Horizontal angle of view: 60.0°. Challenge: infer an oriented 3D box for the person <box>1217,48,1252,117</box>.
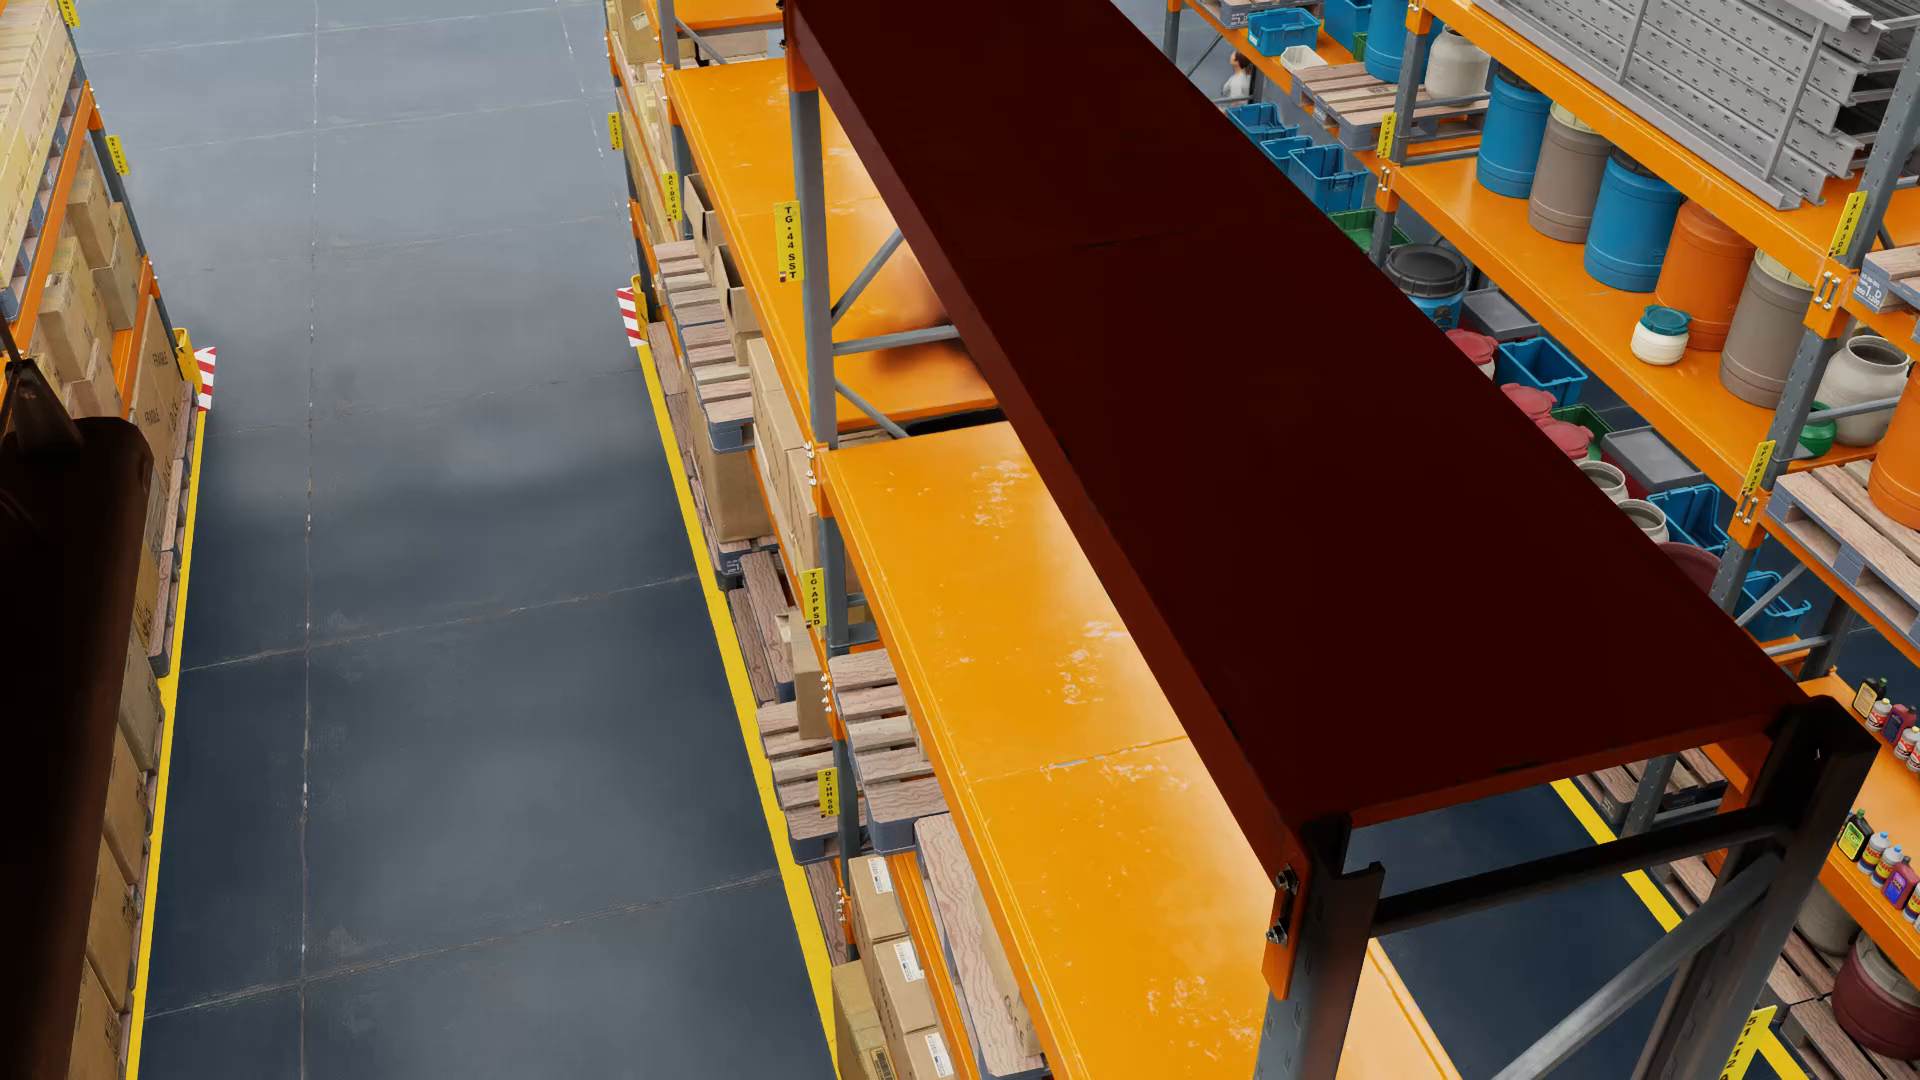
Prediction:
[{"bbox_3d":[2.819,-4.239,16.875,0.533,1.623,0.595,21,43,25],"label":"person"}]
